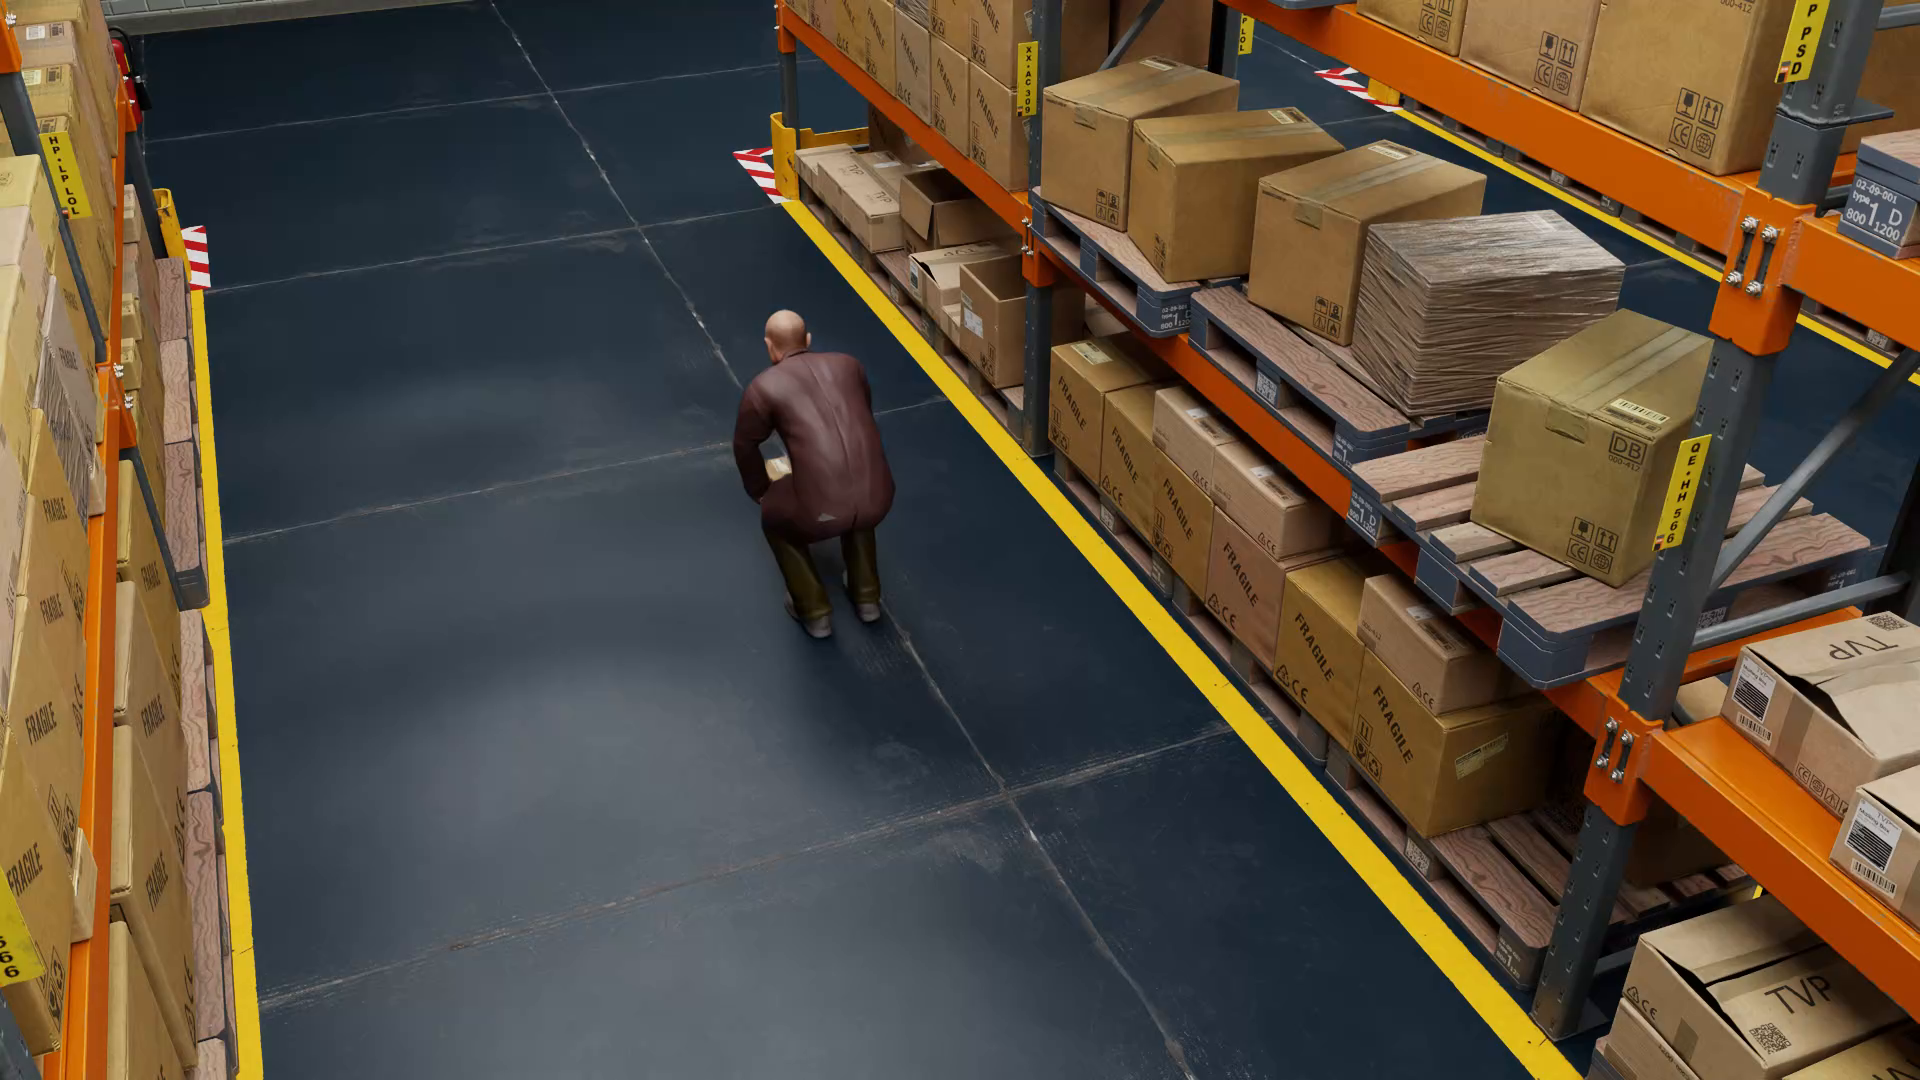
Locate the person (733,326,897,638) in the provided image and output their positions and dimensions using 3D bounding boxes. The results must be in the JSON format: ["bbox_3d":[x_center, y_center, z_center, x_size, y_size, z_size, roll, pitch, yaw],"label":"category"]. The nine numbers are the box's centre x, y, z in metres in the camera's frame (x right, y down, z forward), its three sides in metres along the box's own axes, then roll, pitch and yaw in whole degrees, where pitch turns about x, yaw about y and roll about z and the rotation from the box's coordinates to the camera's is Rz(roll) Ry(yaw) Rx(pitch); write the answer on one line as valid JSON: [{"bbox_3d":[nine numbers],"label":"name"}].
[{"bbox_3d":[-0.600,-0.219,7.013,0.626,1.211,0.808,-13,35,-19],"label":"person"}]
